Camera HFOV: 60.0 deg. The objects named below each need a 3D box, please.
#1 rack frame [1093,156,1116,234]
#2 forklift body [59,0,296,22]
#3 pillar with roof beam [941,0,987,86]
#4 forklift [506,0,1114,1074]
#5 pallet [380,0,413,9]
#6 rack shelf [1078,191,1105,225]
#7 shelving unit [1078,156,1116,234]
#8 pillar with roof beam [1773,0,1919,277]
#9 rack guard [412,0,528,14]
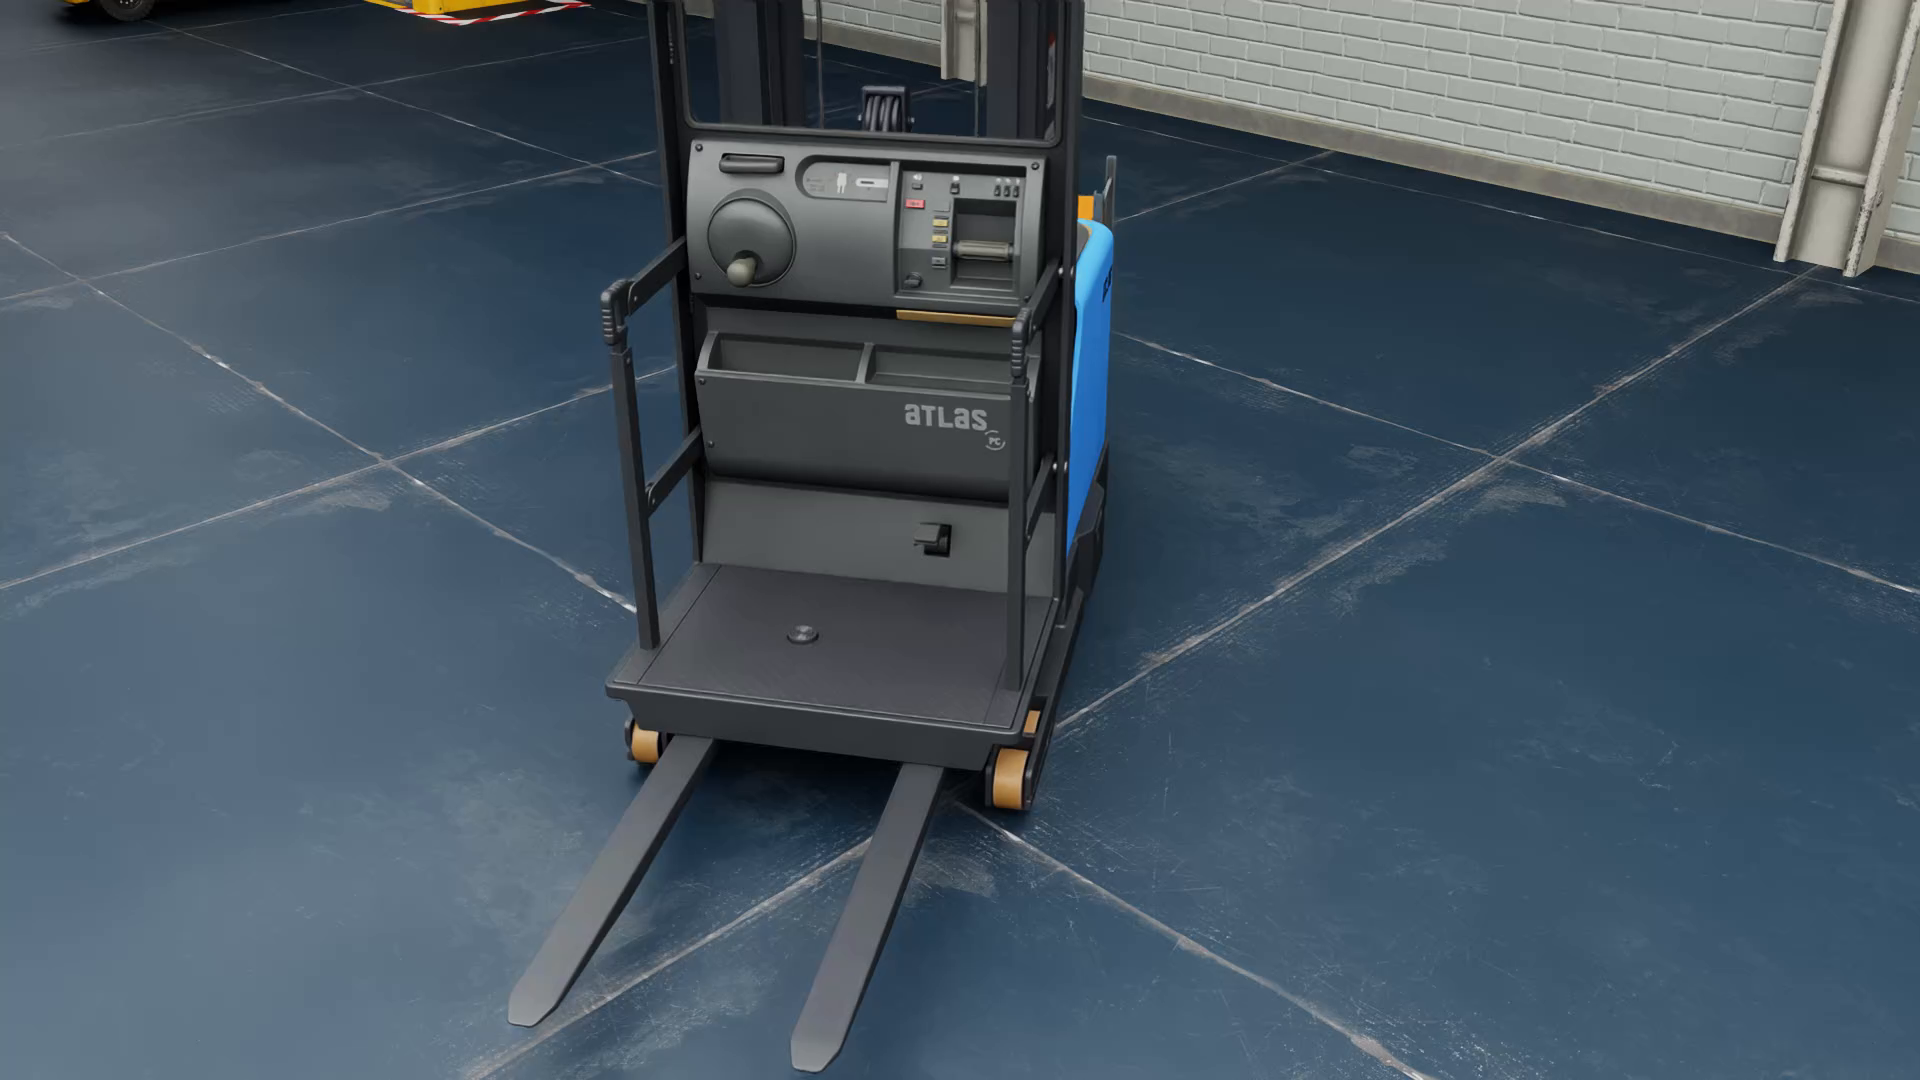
[{"bbox_3d":[0.501,-0.761,5.989,0.032,1.125,0.500,5,28,9],"label":"rack frame"},{"bbox_3d":[-6.940,-5.767,14.406,1.214,2.155,2.313,25,36,38],"label":"forklift body"},{"bbox_3d":[-2.913,-5.924,7.348,0.400,9.000,9.100,25,36,38],"label":"pillar with roof beam"},{"bbox_3d":[-0.290,-0.772,4.070,1.130,2.935,3.031,6,28,10],"label":"forklift"},{"bbox_3d":[-4.884,-5.131,15.280,1.213,0.211,1.003,25,36,38],"label":"pallet"},{"bbox_3d":[0.000,-1.061,5.930,1.000,0.278,0.538,5,28,9],"label":"rack shelf"},{"bbox_3d":[0.000,-0.802,6.066,1.048,1.125,0.538,5,28,9],"label":"shelving unit"},{"bbox_3d":[1.365,-3.967,3.624,0.400,9.000,9.100,25,36,38],"label":"pillar with roof beam"},{"bbox_3d":[-4.292,-5.015,14.750,0.348,0.500,1.175,25,36,38],"label":"rack guard"}]
